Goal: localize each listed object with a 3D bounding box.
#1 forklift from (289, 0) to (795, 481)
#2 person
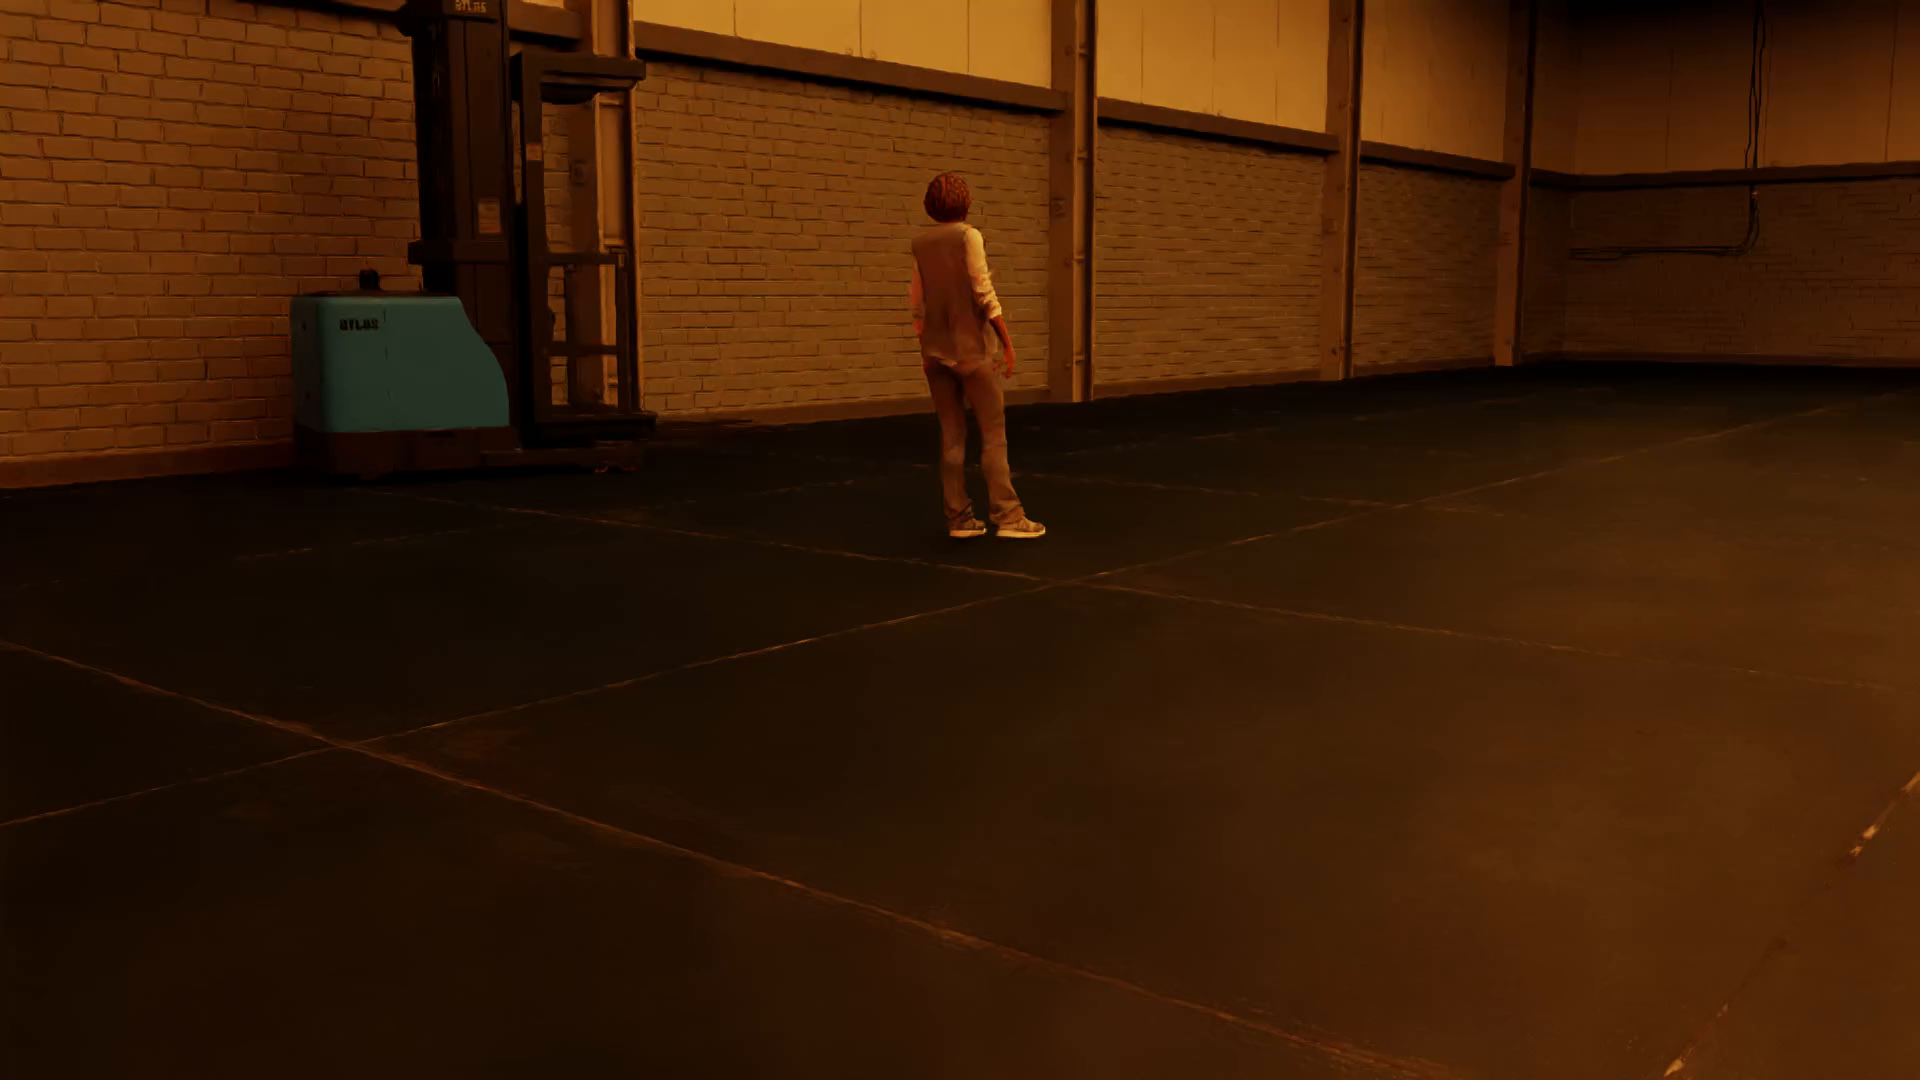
[{"bbox_3d":[-2.565,-1.924,10.430,3.031,2.935,1.130,-5,10,-31],"label":"forklift"},{"bbox_3d":[0.057,-0.804,7.337,0.521,1.597,0.474,7,11,38],"label":"person"}]
